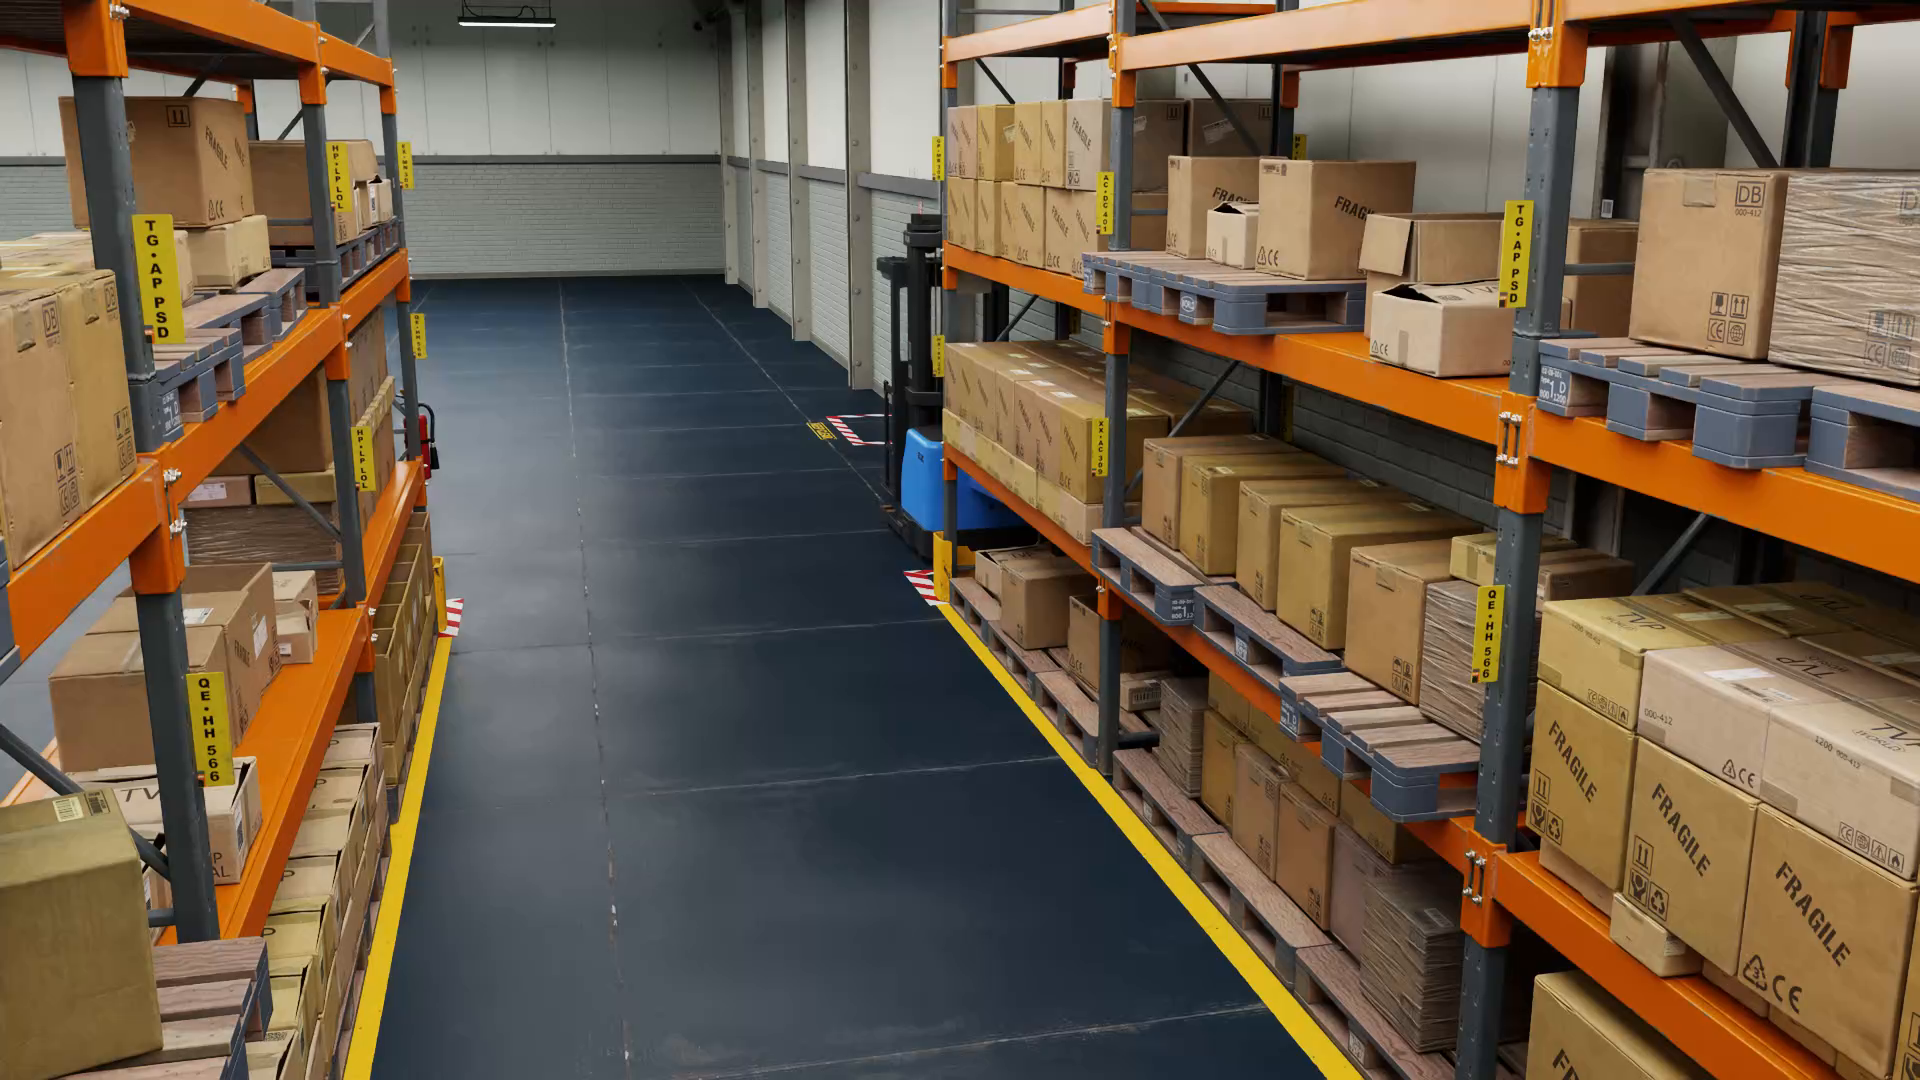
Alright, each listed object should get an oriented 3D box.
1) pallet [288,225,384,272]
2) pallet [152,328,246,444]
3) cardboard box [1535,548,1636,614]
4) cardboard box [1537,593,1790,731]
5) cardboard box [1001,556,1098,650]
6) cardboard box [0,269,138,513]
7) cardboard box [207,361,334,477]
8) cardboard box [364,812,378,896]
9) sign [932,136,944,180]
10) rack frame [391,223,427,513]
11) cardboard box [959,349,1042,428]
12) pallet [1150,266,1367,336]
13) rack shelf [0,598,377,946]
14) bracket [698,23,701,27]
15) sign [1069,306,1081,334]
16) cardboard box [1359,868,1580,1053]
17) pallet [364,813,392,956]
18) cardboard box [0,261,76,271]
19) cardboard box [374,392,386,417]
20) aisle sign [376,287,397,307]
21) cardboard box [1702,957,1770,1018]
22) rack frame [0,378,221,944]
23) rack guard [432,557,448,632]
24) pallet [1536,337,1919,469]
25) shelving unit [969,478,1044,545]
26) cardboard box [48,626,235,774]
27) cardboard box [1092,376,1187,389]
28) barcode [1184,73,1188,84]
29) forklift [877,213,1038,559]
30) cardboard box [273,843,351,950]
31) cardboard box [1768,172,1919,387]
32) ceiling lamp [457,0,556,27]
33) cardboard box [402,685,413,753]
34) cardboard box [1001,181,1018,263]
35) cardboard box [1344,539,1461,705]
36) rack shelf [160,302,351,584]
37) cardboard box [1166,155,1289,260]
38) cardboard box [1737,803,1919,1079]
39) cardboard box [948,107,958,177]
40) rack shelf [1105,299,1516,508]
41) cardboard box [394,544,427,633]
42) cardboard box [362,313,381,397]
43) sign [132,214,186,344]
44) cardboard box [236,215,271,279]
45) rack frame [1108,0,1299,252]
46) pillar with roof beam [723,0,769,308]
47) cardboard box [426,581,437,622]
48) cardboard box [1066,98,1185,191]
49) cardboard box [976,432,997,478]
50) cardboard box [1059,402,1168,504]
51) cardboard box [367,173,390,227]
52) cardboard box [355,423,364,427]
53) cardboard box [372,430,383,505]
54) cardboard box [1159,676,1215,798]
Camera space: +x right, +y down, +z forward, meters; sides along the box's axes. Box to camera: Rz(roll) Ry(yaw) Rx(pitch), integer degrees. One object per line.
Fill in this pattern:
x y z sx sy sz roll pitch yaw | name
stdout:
-4.019 -1.738 9.910 1.003 0.211 1.213 -3 14 -13 | pallet
-2.817 -0.442 4.816 1.213 0.211 1.003 -3 14 -11 | pallet
2.133 0.143 5.840 0.380 0.149 0.250 -5 15 -21 | cardboard box
2.106 0.357 5.009 0.500 0.250 0.500 -3 14 -12 | cardboard box
0.697 0.421 11.545 0.700 0.500 0.500 -4 14 -17 | cardboard box
-2.436 -0.332 3.757 0.910 0.500 0.500 -3 14 -13 | cardboard box
-3.621 -0.628 8.558 0.700 0.500 0.500 -3 14 -13 | cardboard box
-3.014 1.480 7.779 0.500 0.250 0.500 -4 14 -14 | cardboard box
-0.163 -2.899 12.633 0.100 0.325 0.005 -3 14 -13 | sign
-4.450 -0.770 12.083 1.000 3.000 0.127 -3 14 -13 | rack frame
0.291 -1.107 12.155 0.500 0.500 0.500 -3 14 -13 | cardboard box
1.592 -1.103 7.520 1.213 0.211 1.003 -3 14 -13 | pallet
-3.041 0.963 6.503 1.077 0.370 4.000 -3 14 -13 | rack shelf
-6.536 -13.004 41.933 0.076 0.066 3.189 -3 14 -13 | bracket
0.909 -1.790 13.149 0.100 0.325 0.005 -3 14 -13 | sign
2.024 1.636 6.575 0.700 0.500 0.500 -3 14 -12 | cardboard box
-3.299 1.675 7.950 1.003 0.211 1.213 -3 14 -13 | pallet
-2.732 -0.615 4.556 0.500 0.250 0.500 -4 14 -17 | cardboard box
-3.995 -0.879 10.950 0.380 0.149 0.250 -3 14 -12 | cardboard box
-4.180 -2.065 11.903 0.394 0.787 0.004 -3 14 -13 | aisle sign
2.305 1.175 4.607 0.380 0.149 0.250 -3 14 -14 | cardboard box
-2.571 1.075 4.529 1.000 3.000 0.127 -3 14 -13 | rack frame
-4.455 0.438 12.402 1.175 0.500 0.348 -3 14 -13 | rack guard
2.446 -0.422 4.733 1.213 0.211 1.003 -3 14 -11 | pallet
0.547 -0.536 13.989 0.538 1.500 1.048 -14 27 -35 | shelving unit
-2.981 0.640 6.098 0.500 0.500 0.500 -4 14 -16 | cardboard box
1.167 -0.781 10.819 0.500 0.500 0.500 -3 14 -12 | cardboard box
1.396 -2.849 10.269 0.001 0.075 0.075 -3 14 -13 | barcode
-0.151 -1.567 15.489 1.130 2.935 3.031 -3 14 -14 | forklift
-2.779 1.440 6.762 0.500 0.311 0.500 -3 14 -14 | cardboard box
2.589 -0.693 4.309 0.700 0.500 0.500 -4 14 -16 | cardboard box
-9.590 -12.437 34.896 2.000 3.185 0.800 -3 14 -13 | ceiling lamp
-3.437 1.045 9.563 0.500 0.250 0.500 -3 14 -13 | cardboard box
0.564 -2.104 10.968 0.500 0.500 0.500 -2 14 -10 | cardboard box
1.966 0.301 6.562 0.700 0.500 0.500 -5 14 -18 | cardboard box
-3.041 -0.494 6.147 1.077 0.370 4.000 -3 14 -13 | rack shelf
1.355 -1.704 8.487 0.500 0.500 0.500 -1 14 -5 | cardboard box
2.338 0.958 4.131 0.500 0.500 0.500 -3 14 -13 | cardboard box
0.219 -2.946 12.309 0.500 0.500 0.500 -4 14 -17 | cardboard box
1.774 -0.771 7.280 1.077 0.370 4.000 -3 14 -13 | rack shelf
-3.785 0.334 10.891 0.500 0.500 0.500 -3 14 -13 | cardboard box
-4.211 -1.208 10.928 0.700 0.500 0.500 -4 14 -15 | cardboard box
-2.043 -0.663 4.233 0.100 0.325 0.005 -3 14 -13 | sign
-3.375 -1.293 7.334 0.500 0.250 0.500 -2 14 -7 | cardboard box
1.304 -3.039 8.728 1.000 3.000 0.127 -3 14 -13 | rack frame
-8.451 -9.145 33.721 9.100 9.000 0.548 -3 14 -13 | pillar with roof beam
-4.037 0.469 11.920 0.500 0.250 0.500 -3 14 -13 | cardboard box
0.923 -2.226 9.362 0.500 0.500 0.500 -5 14 -18 | cardboard box
0.420 -0.617 11.729 0.500 0.250 0.500 -4 14 -14 | cardboard box
0.892 -0.518 9.742 0.500 0.500 0.500 -3 14 -13 | cardboard box
-3.792 -2.077 10.119 0.500 0.311 0.500 -2 14 -7 | cardboard box
-3.692 -0.581 9.731 0.380 0.149 0.250 -4 14 -15 | cardboard box
-4.113 -0.475 10.662 0.700 0.500 0.500 -3 14 -13 | cardboard box
1.493 1.045 8.993 0.700 0.500 0.500 -3 14 -11 | cardboard box
